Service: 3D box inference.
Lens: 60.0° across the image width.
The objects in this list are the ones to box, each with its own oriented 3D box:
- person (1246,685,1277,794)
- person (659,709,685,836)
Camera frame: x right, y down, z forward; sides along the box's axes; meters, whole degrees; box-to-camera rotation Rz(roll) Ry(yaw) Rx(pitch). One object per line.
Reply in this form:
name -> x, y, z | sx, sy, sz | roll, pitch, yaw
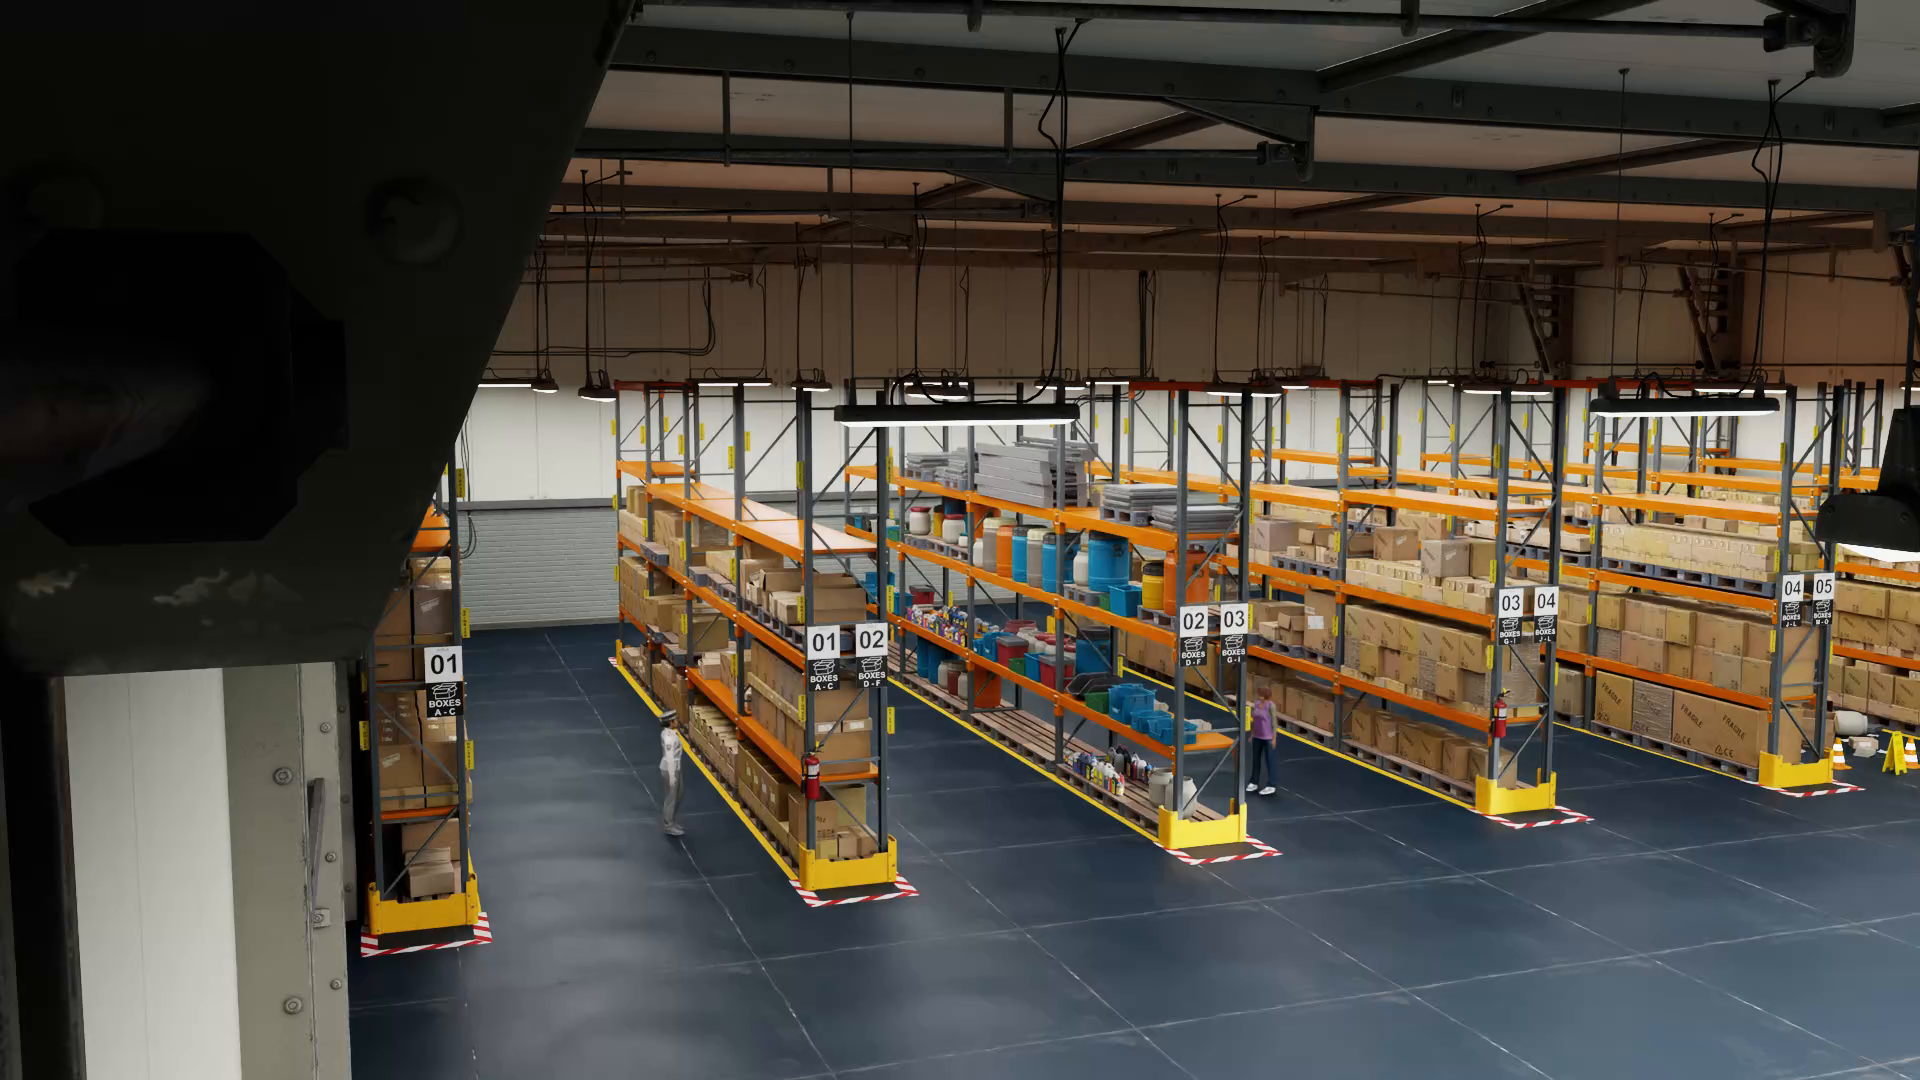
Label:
person -> 4.457, 2.935, 24.565 | 0.389, 1.601, 0.466 | -5, 8, -41
person -> -3.893, 3.149, 22.444 | 0.328, 1.729, 0.536 | -1, 6, -7
